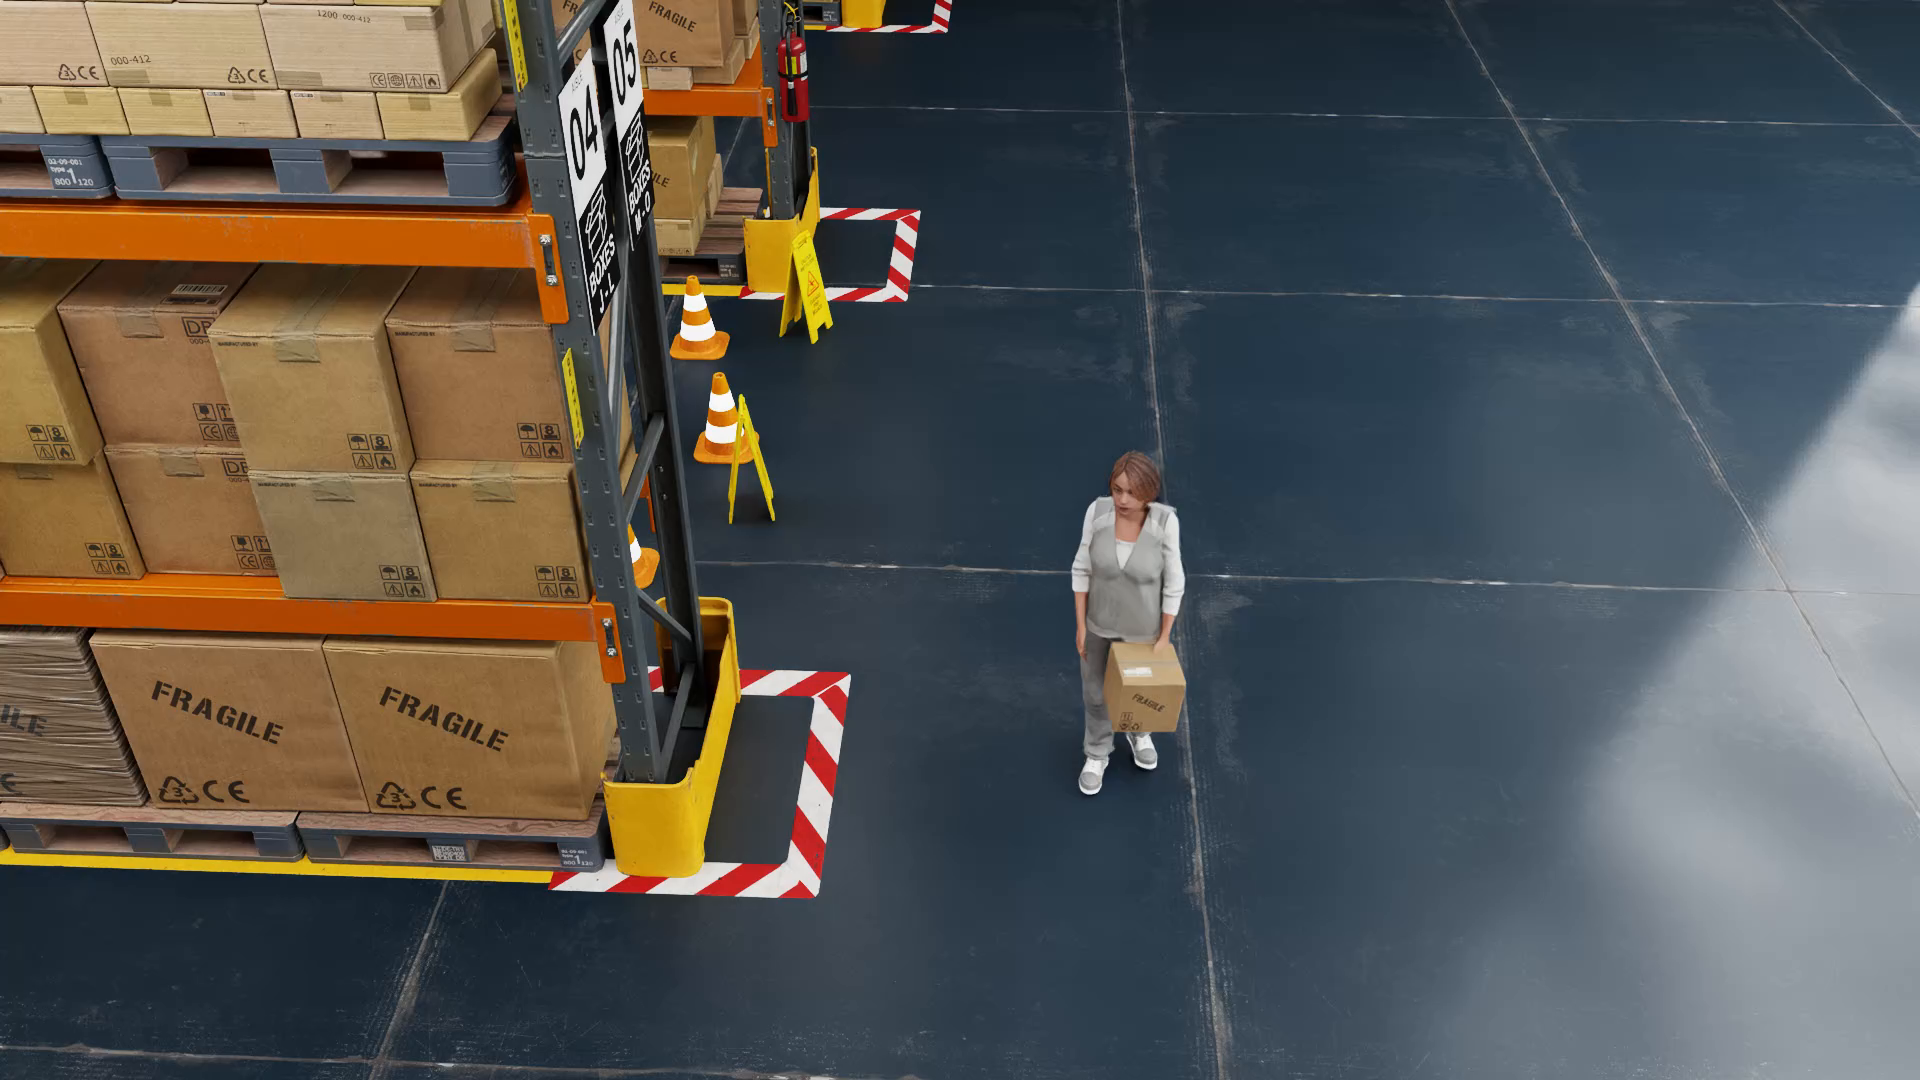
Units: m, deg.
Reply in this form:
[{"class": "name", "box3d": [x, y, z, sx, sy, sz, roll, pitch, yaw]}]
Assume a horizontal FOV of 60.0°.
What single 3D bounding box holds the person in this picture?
[{"class": "person", "box3d": [0.666, 0.321, 6.682, 0.448, 1.597, 0.459, 8, 37, 11]}]
